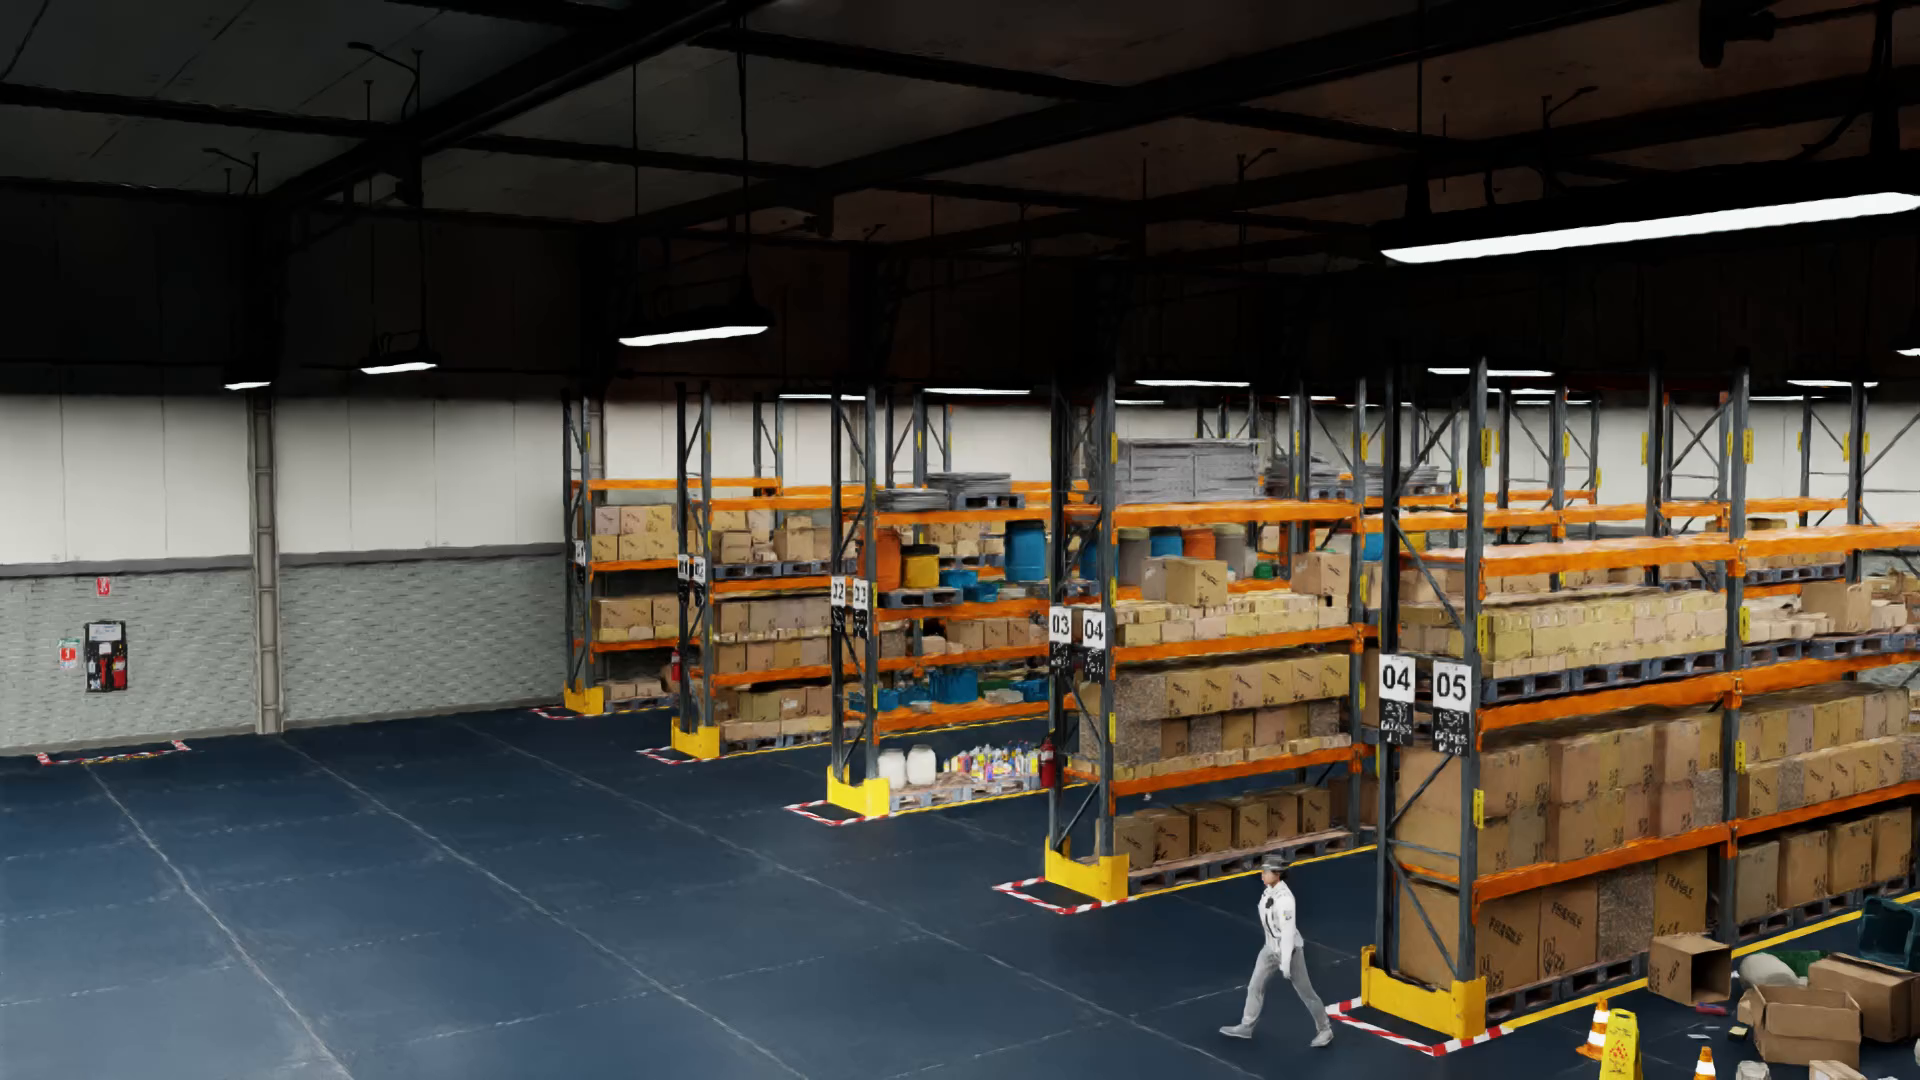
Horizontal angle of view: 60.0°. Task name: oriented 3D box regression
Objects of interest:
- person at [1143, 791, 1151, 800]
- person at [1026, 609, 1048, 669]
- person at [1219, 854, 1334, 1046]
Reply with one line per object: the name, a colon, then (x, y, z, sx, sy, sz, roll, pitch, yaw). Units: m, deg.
person: (2.602, 2.875, 23.595, 0.569, 1.530, 0.774, 3, 5, 37)
person: (1.617, 2.125, 34.457, 0.534, 1.674, 0.677, -3, 5, -36)
person: (2.697, 3.448, 14.027, 0.927, 1.623, 0.524, -1, 4, -11)
